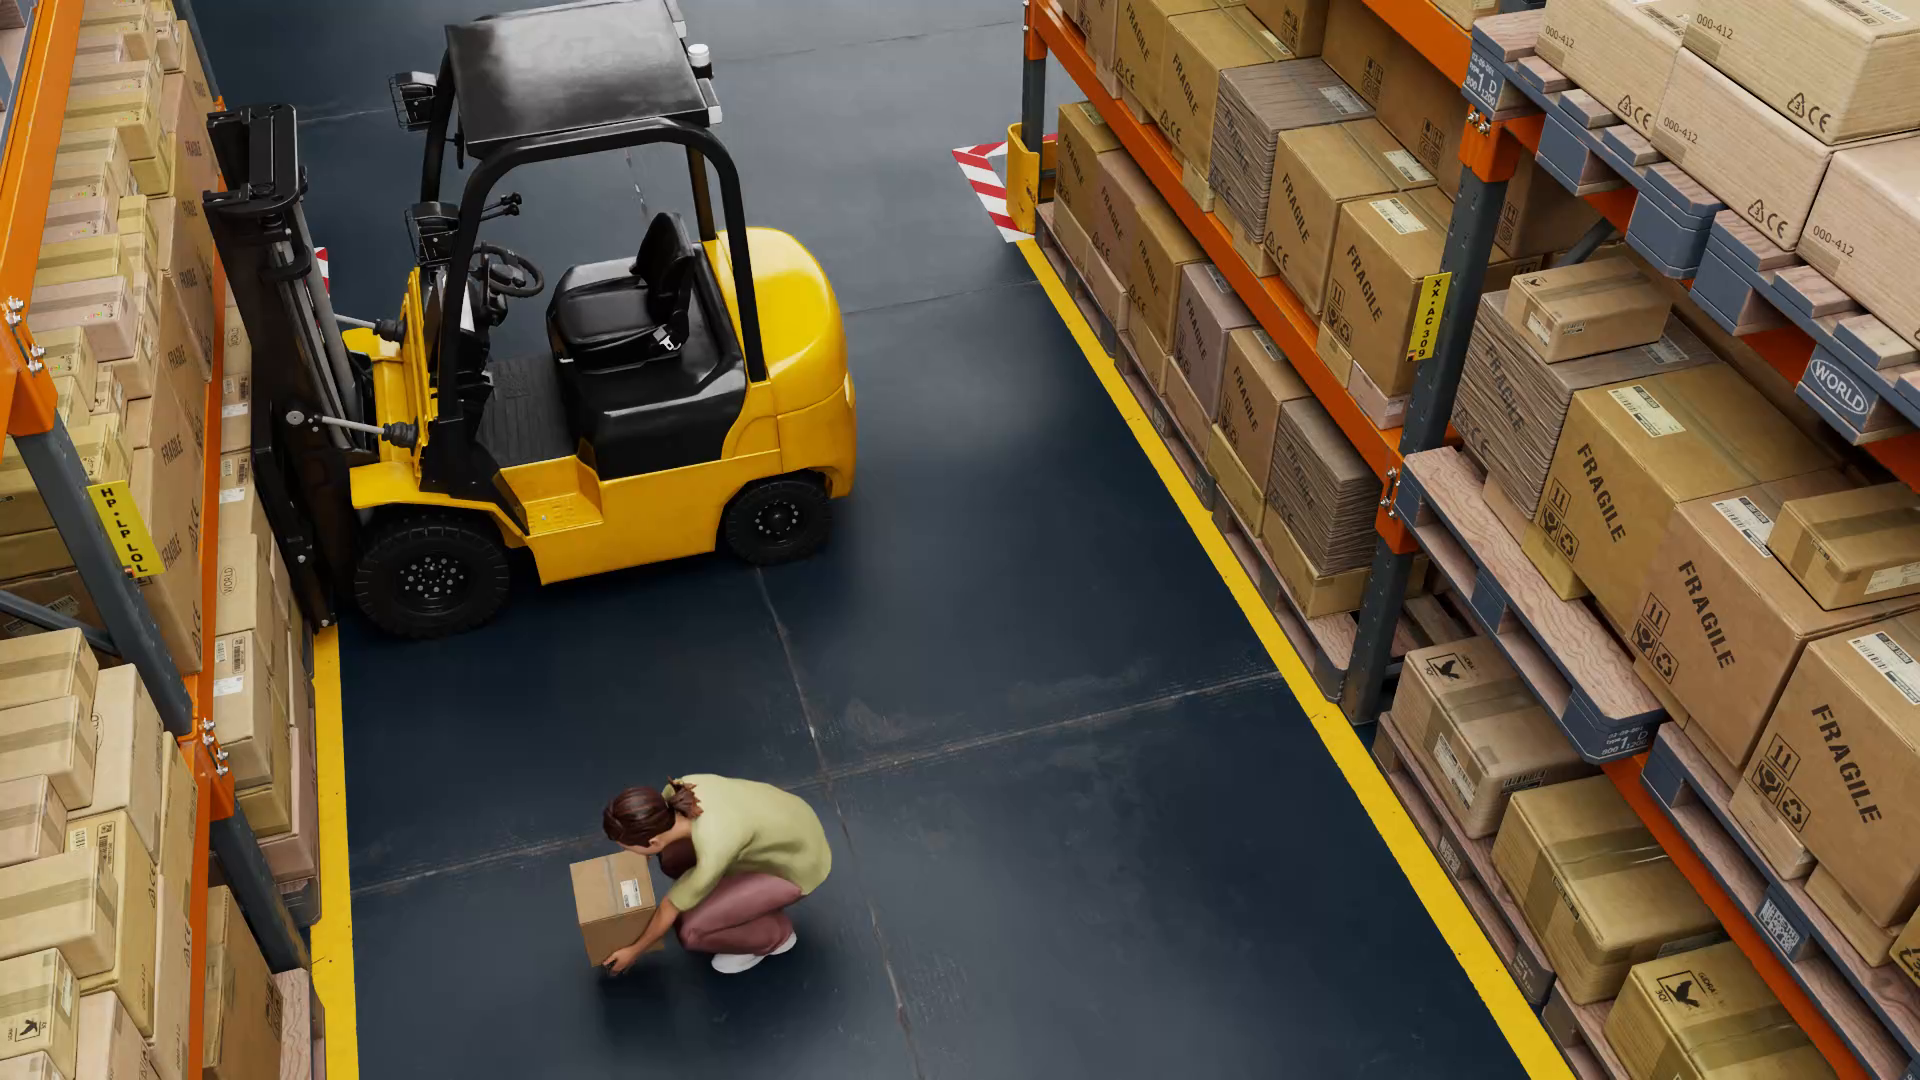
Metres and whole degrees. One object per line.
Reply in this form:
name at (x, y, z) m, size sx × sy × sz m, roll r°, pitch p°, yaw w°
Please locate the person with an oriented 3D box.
person at (-0.837, 1.070, 5.546) m, size 0.816 × 0.934 × 0.466 m, roll -12°, pitch 44°, yaw -13°
